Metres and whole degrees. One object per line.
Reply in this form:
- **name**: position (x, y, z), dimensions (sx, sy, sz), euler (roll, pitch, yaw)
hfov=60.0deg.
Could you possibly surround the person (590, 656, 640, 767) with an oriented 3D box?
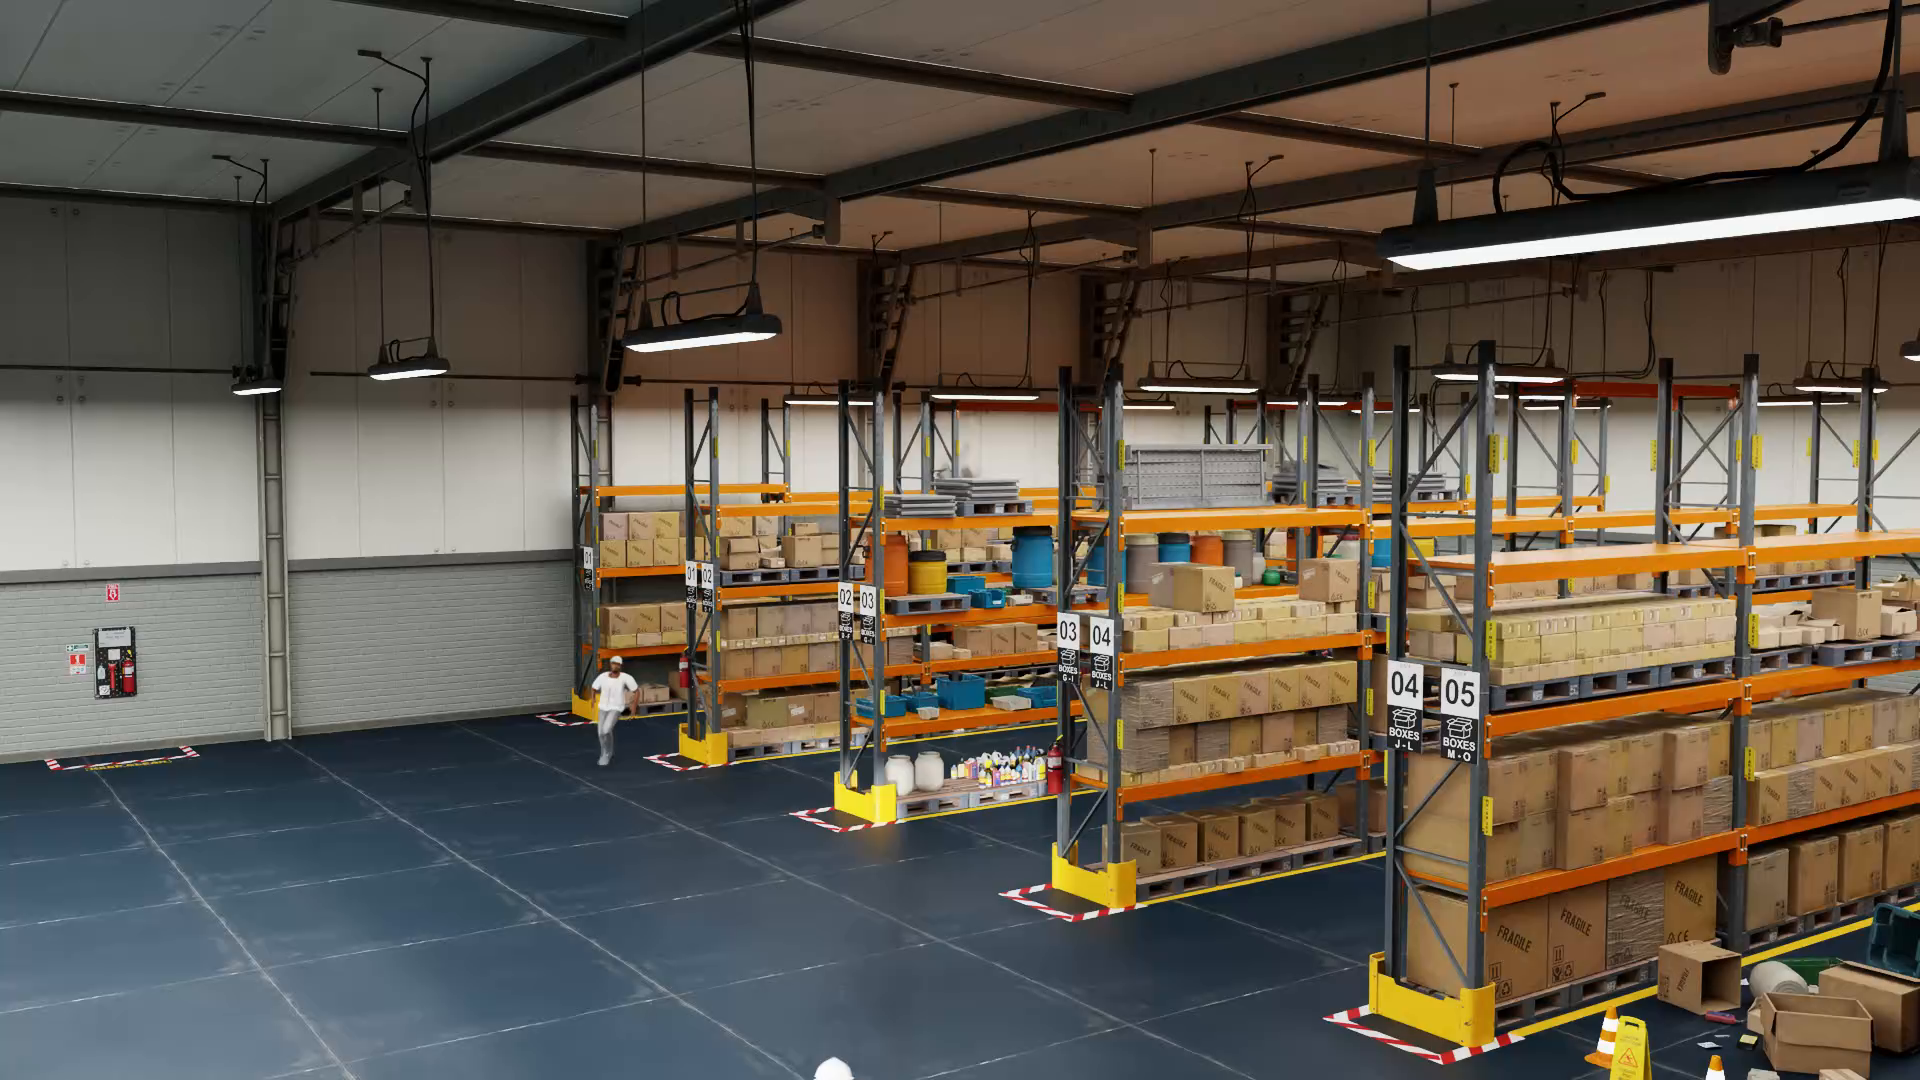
- **person**: position (-5.559, 2.724, 26.466), dimensions (0.760, 1.743, 0.622), euler (1, 4, 15)

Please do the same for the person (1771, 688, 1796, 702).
- **person**: position (11.683, 2.860, 23.642), dimensions (0.666, 1.761, 0.642), euler (-3, 5, -41)

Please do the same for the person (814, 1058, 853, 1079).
- **person**: position (-0.701, 3.732, 9.047), dimensions (0.628, 1.835, 0.777), euler (0, 3, -5)
